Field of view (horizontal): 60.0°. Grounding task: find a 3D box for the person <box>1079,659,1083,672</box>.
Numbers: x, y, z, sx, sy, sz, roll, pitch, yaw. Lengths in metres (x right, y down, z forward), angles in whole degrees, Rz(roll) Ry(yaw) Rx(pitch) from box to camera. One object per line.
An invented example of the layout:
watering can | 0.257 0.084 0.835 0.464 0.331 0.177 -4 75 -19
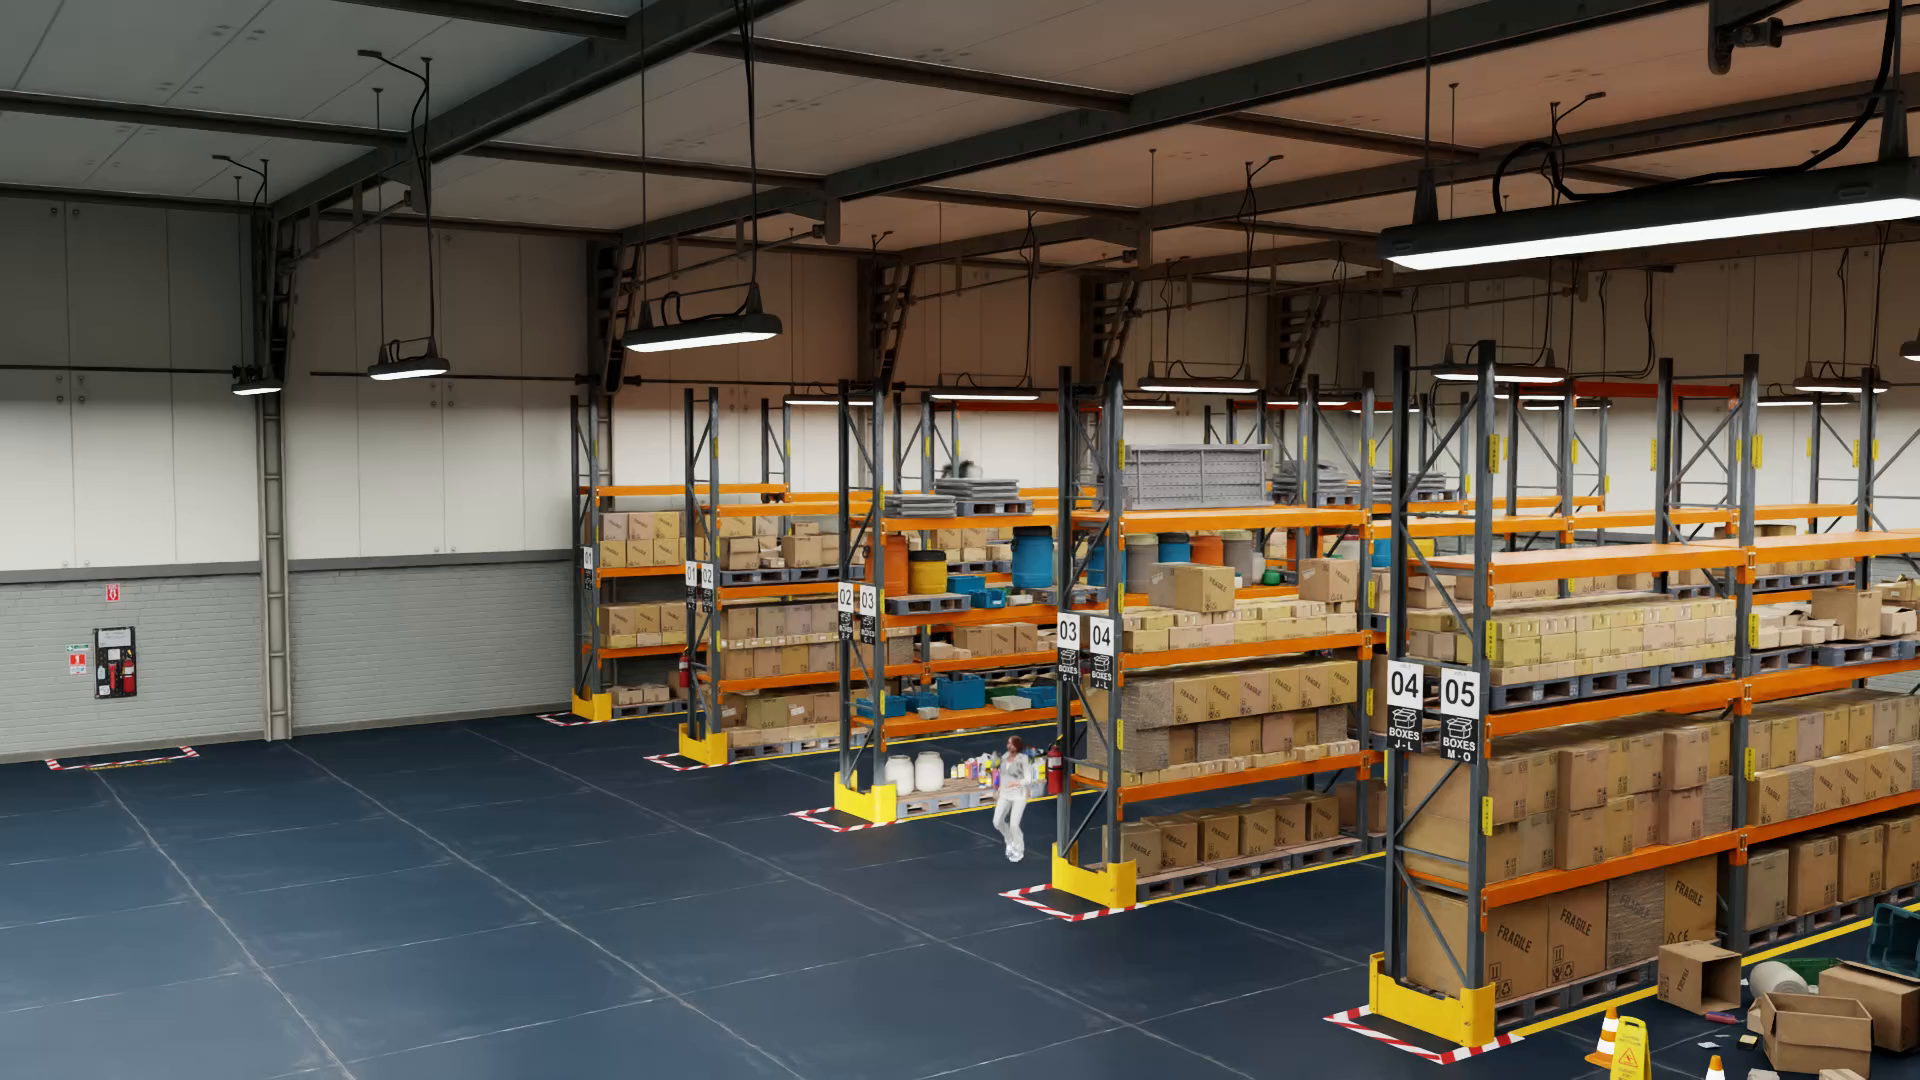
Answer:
person | 2.640 1.901 34.793 0.913 1.817 0.693 -2 4 -36

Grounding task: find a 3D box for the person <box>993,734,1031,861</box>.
person | 0.605 3.153 20.268 0.527 1.560 0.552 2 4 33

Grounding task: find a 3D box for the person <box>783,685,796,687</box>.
person | -2.979 2.525 29.525 0.939 1.671 0.609 -3 4 -37
